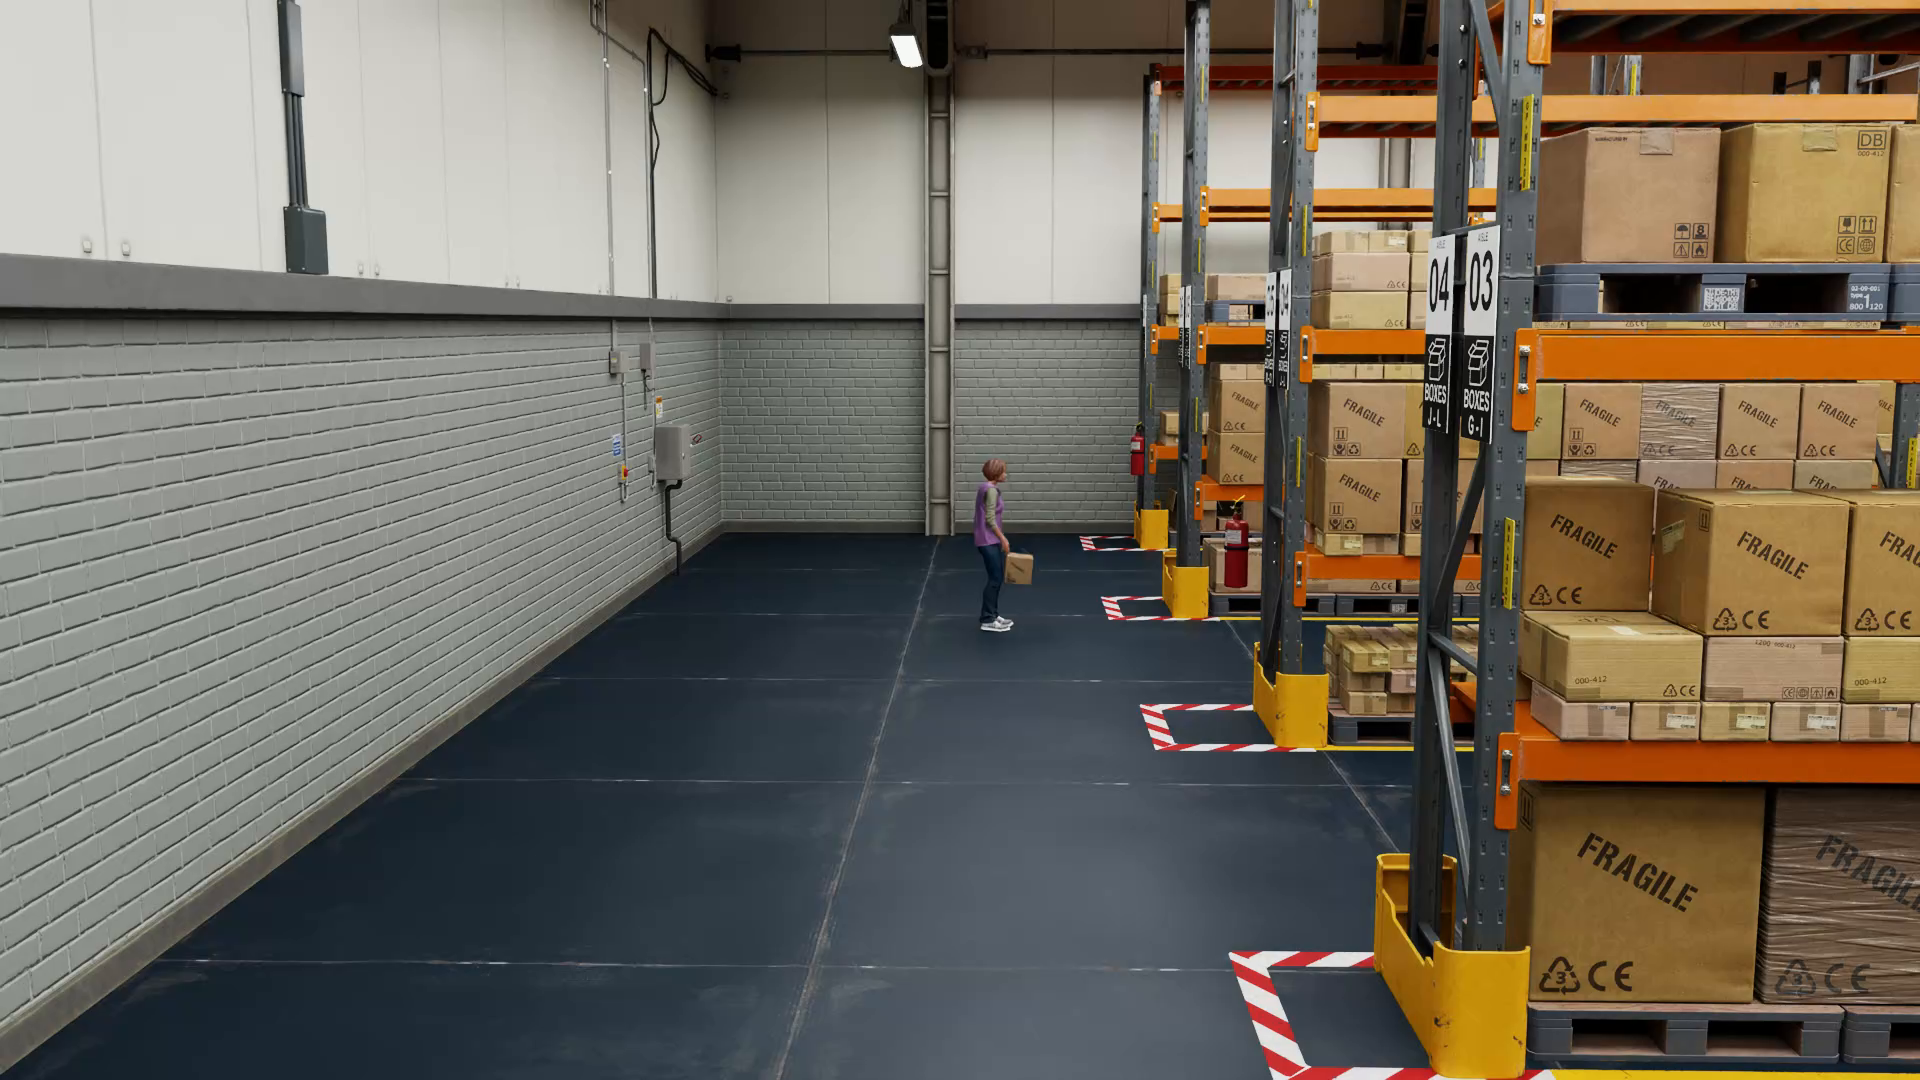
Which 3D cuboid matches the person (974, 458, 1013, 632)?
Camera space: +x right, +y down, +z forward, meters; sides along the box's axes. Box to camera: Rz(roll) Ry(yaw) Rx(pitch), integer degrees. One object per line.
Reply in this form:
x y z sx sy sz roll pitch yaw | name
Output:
0.315 0.037 15.517 0.371 1.599 0.448 0 7 0 | person
